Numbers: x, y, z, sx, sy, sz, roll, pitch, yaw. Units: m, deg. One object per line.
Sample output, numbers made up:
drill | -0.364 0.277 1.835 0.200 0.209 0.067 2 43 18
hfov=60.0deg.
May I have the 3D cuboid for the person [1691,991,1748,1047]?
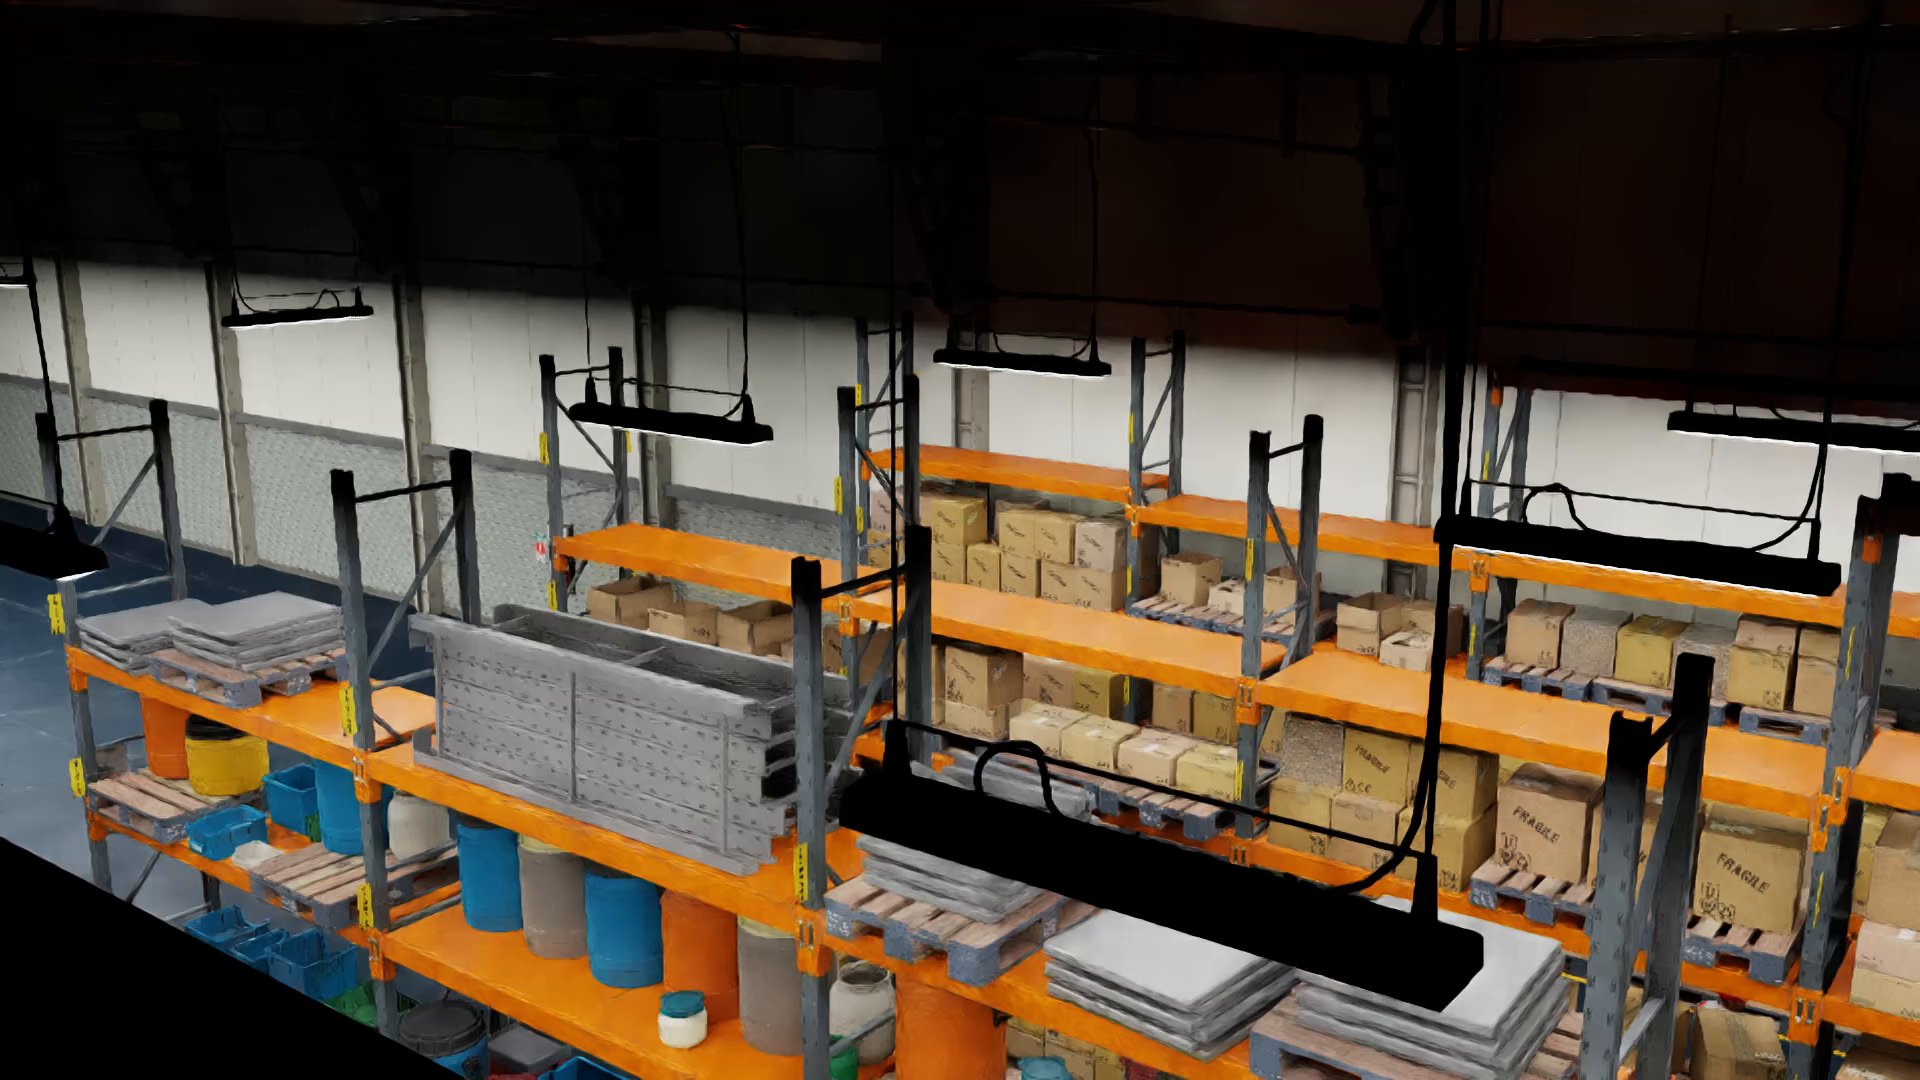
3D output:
person | 5.990 4.231 13.006 0.577 1.785 0.655 -5 14 -22
